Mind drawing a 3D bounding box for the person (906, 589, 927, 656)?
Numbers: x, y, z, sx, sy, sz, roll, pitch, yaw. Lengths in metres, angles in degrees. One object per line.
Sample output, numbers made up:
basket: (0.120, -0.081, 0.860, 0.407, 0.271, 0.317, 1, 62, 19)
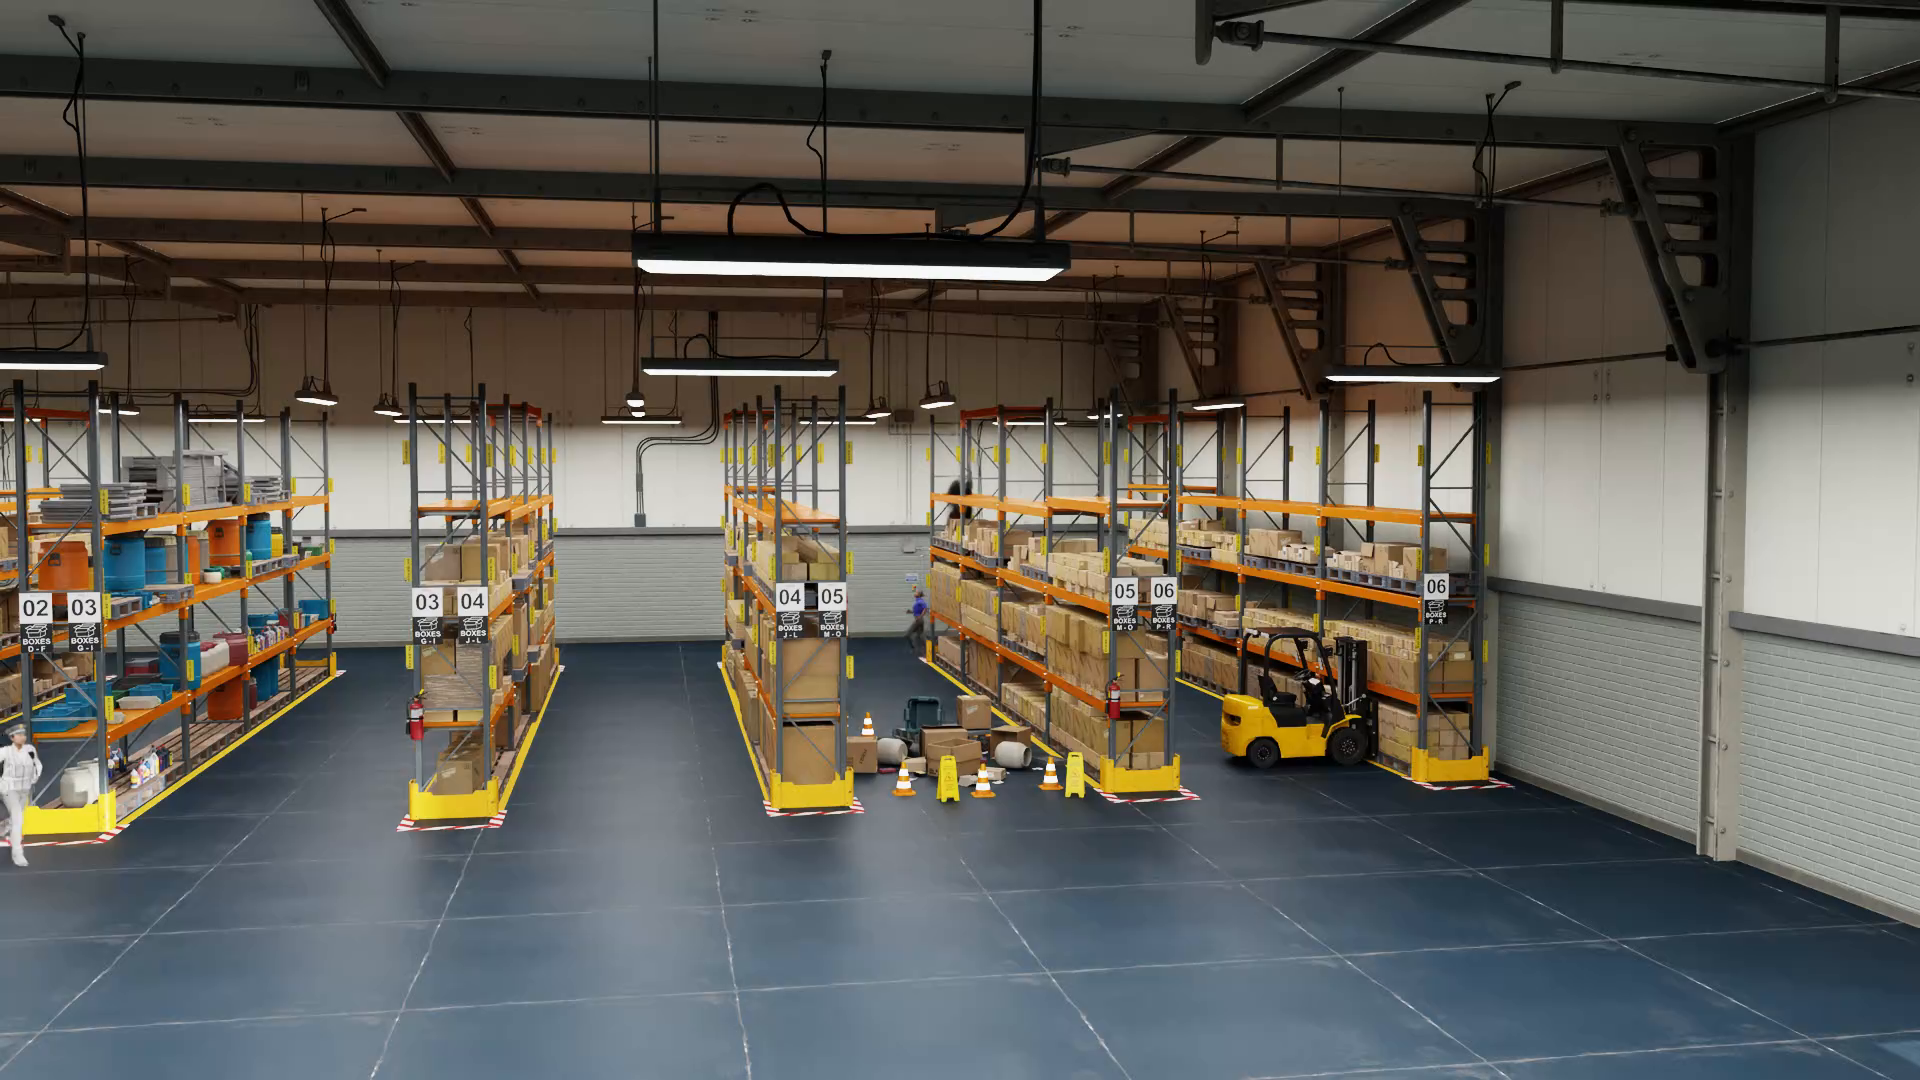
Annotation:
person: (-1.043, 2.072, 41.671, 0.628, 1.692, 0.583, 0, 3, 2)

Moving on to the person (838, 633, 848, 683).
person: (-2.743, 2.379, 35.933, 0.615, 1.626, 0.552, -1, 3, -14)

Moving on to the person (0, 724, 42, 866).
person: (-11.704, 3.115, 20.587, 0.807, 1.717, 0.623, 1, 3, 26)
